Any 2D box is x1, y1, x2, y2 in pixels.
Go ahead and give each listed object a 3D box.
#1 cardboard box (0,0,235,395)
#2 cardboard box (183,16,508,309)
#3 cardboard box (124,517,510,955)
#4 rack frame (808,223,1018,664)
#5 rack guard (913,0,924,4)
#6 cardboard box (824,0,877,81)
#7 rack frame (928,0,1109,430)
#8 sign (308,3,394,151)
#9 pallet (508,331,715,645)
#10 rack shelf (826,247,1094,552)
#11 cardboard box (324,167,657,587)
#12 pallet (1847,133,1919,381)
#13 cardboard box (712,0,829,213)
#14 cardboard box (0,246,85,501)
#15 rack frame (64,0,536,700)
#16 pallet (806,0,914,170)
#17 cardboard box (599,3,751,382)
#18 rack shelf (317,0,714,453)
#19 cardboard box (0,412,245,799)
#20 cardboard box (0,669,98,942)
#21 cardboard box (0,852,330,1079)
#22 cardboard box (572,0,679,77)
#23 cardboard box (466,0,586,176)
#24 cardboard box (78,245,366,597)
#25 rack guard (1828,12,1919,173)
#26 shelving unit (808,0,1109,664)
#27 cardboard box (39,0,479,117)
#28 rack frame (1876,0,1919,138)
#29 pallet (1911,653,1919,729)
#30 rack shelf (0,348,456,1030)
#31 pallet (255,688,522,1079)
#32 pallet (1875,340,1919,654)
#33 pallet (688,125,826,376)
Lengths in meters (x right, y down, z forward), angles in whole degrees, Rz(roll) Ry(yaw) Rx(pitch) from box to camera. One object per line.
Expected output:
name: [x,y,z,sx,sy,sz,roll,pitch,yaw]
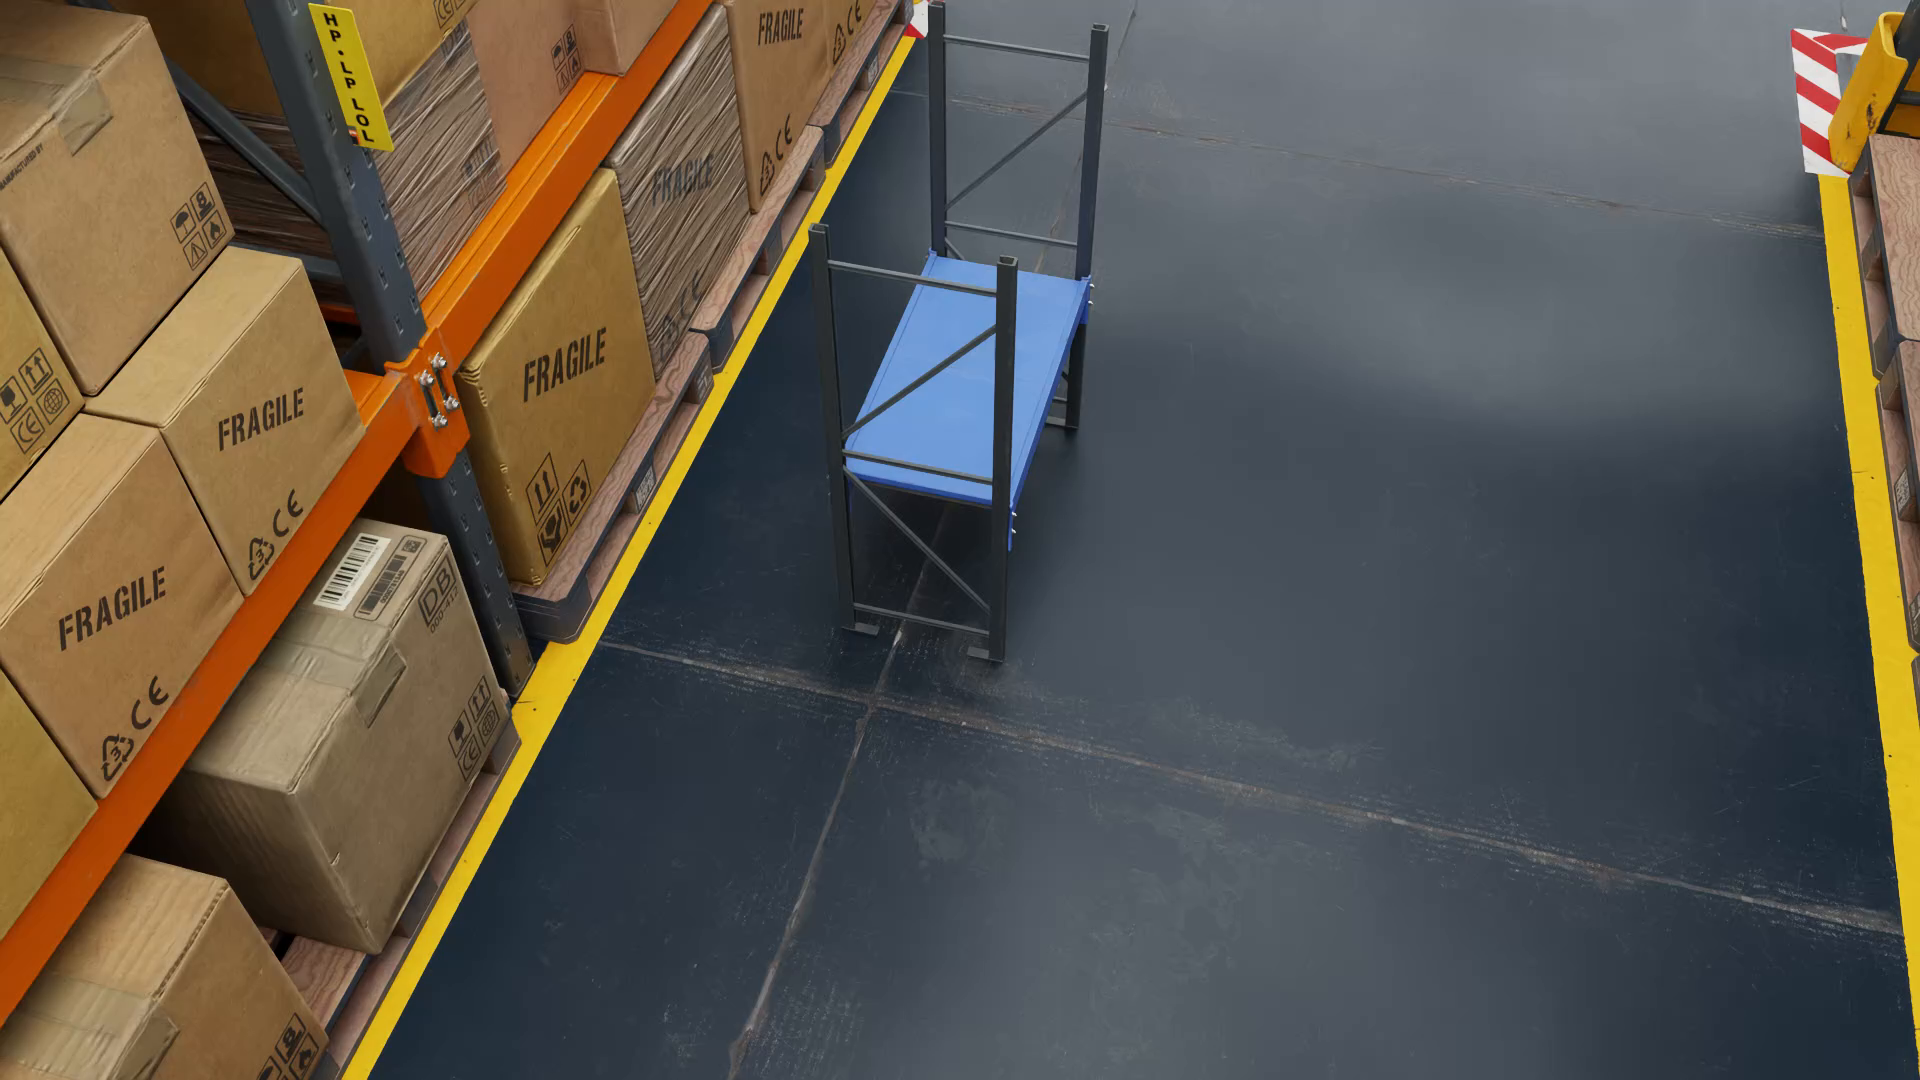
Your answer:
cardboard box: [-1.877,-0.674,3.110,0.700,0.500,0.500,11,49,9]
cardboard box: [-1.666,-0.989,4.022,0.875,0.550,0.550,12,50,10]
cardboard box: [-1.828,0.402,4.115,1.050,0.750,0.750,11,50,10]
rack frame: [-0.111,-0.190,4.418,0.500,1.500,0.032,12,50,10]
rack guard: [-0.693,-2.753,7.347,1.175,0.500,0.348,12,50,10]
cardboard box: [-0.814,-2.496,6.589,0.875,0.875,0.875,12,50,10]
rack frame: [0.156,-0.926,5.067,0.500,1.500,0.032,12,50,10]
sign: [-1.226,-0.927,3.348,0.100,0.325,0.005,12,50,10]
pallet: [-1.476,-0.282,5.358,1.003,0.211,1.213,12,50,10]
rack shelf: [0.022,-0.439,4.877,0.538,0.185,1.000,12,50,10]
cardboard box: [-1.519,-0.547,4.869,0.875,0.875,0.875,12,50,11]
pallet: [3.792,-0.953,5.950,1.003,0.211,1.213,12,50,10]
cardboard box: [-1.043,-1.859,6.027,0.875,0.875,0.875,11,49,9]
cardboard box: [-2.010,-0.301,2.782,0.700,0.500,0.500,11,49,9]
rack frame: [-1.752,-0.670,3.841,1.000,3.000,0.127,12,50,10]
pallet: [-0.834,-2.047,6.916,1.003,0.211,1.213,12,50,10]
cardboard box: [-1.285,-1.200,5.445,0.875,0.875,0.875,12,50,10]
rack shelf: [-1.225,-1.879,5.387,1.077,0.370,4.000,12,50,10]
cardboard box: [-1.764,0.093,3.101,0.500,0.500,0.500,11,50,10]
cardboard box: [-1.897,0.458,2.778,0.500,0.500,0.500,12,50,10]
cardboard box: [-2.086,1.099,3.500,1.050,0.750,0.750,12,50,10]
cardboard box: [-1.288,-1.758,4.701,0.875,0.550,0.550,12,50,10]
cardboard box: [-1.543,-1.391,4.377,0.875,0.550,0.550,12,50,10]
cardboard box: [-1.631,-0.273,3.423,0.500,0.500,0.500,11,50,10]
rack guard: [4.039,-1.629,6.354,1.175,0.500,0.348,12,50,10]
shelving unit: [0.022,-0.558,4.742,0.538,1.500,1.048,12,50,10]
cardboard box: [-1.622,-1.337,3.609,0.875,0.550,0.550,12,50,10]
rack frame: [4.059,-2.511,5.466,1.000,3.000,0.127,12,50,10]
pallet: [3.149,0.812,4.393,1.003,0.211,1.213,12,50,10]
rack shelf: [-2.278,1.015,2.834,1.077,0.370,4.000,12,50,10]
pallet: [-1.882,0.826,4.380,1.003,0.211,1.213,12,50,10]
pallet: [3.468,-0.073,5.174,1.003,0.211,1.213,12,50,10]
pallet: [-1.157,-1.167,6.139,1.003,0.211,1.213,12,50,10]
